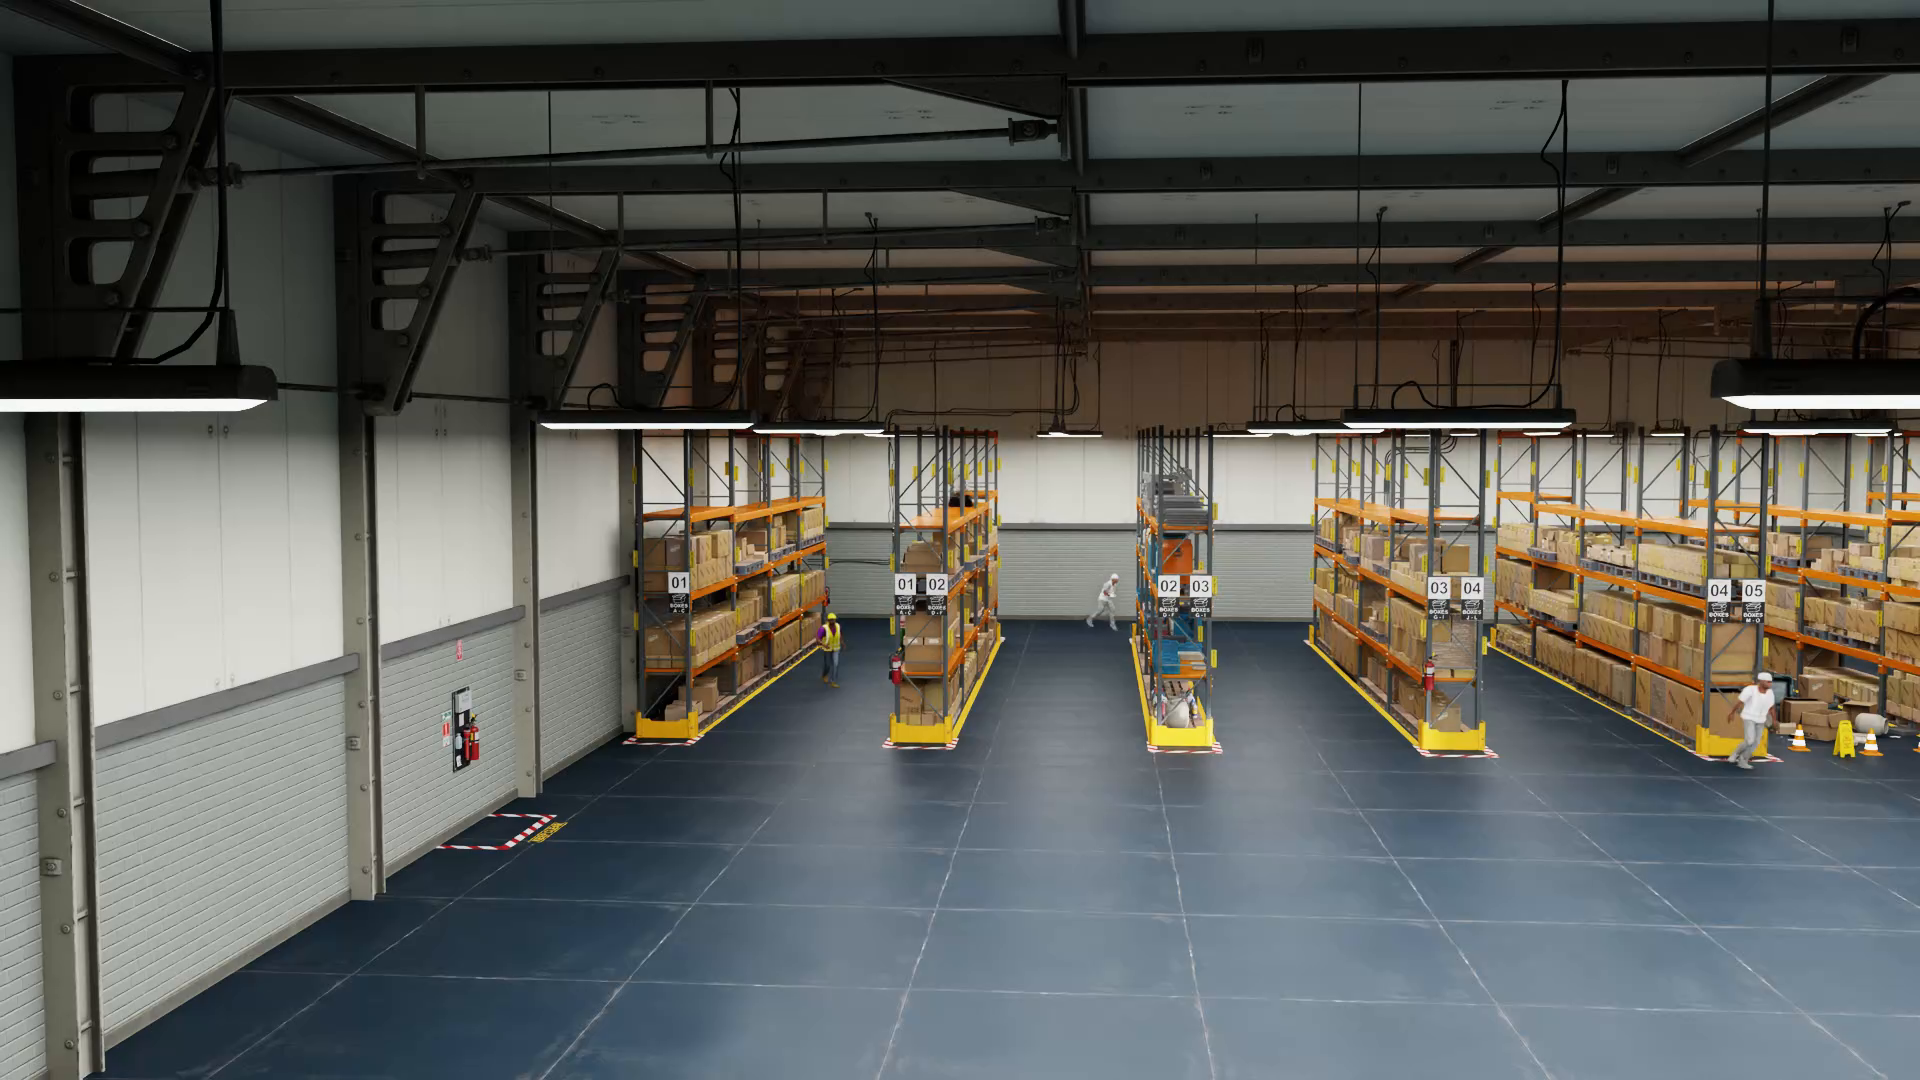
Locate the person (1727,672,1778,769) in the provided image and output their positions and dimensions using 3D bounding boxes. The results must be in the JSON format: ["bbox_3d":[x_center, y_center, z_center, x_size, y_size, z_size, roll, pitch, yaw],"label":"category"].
[{"bbox_3d":[13.779,3.131,28.875,0.714,1.718,0.627,-1,4,-15],"label":"person"}]

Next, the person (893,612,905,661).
[{"bbox_3d":[-1.430,2.269,42.713,0.636,1.740,0.596,0,3,2],"label":"person"}]

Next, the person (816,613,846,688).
[{"bbox_3d":[-3.029,2.545,38.620,0.695,1.723,0.851,-1,4,-20],"label":"person"}]

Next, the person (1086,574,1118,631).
[{"bbox_3d":[4.322,1.877,50.247,1.040,1.735,0.733,1,4,18],"label":"person"}]
